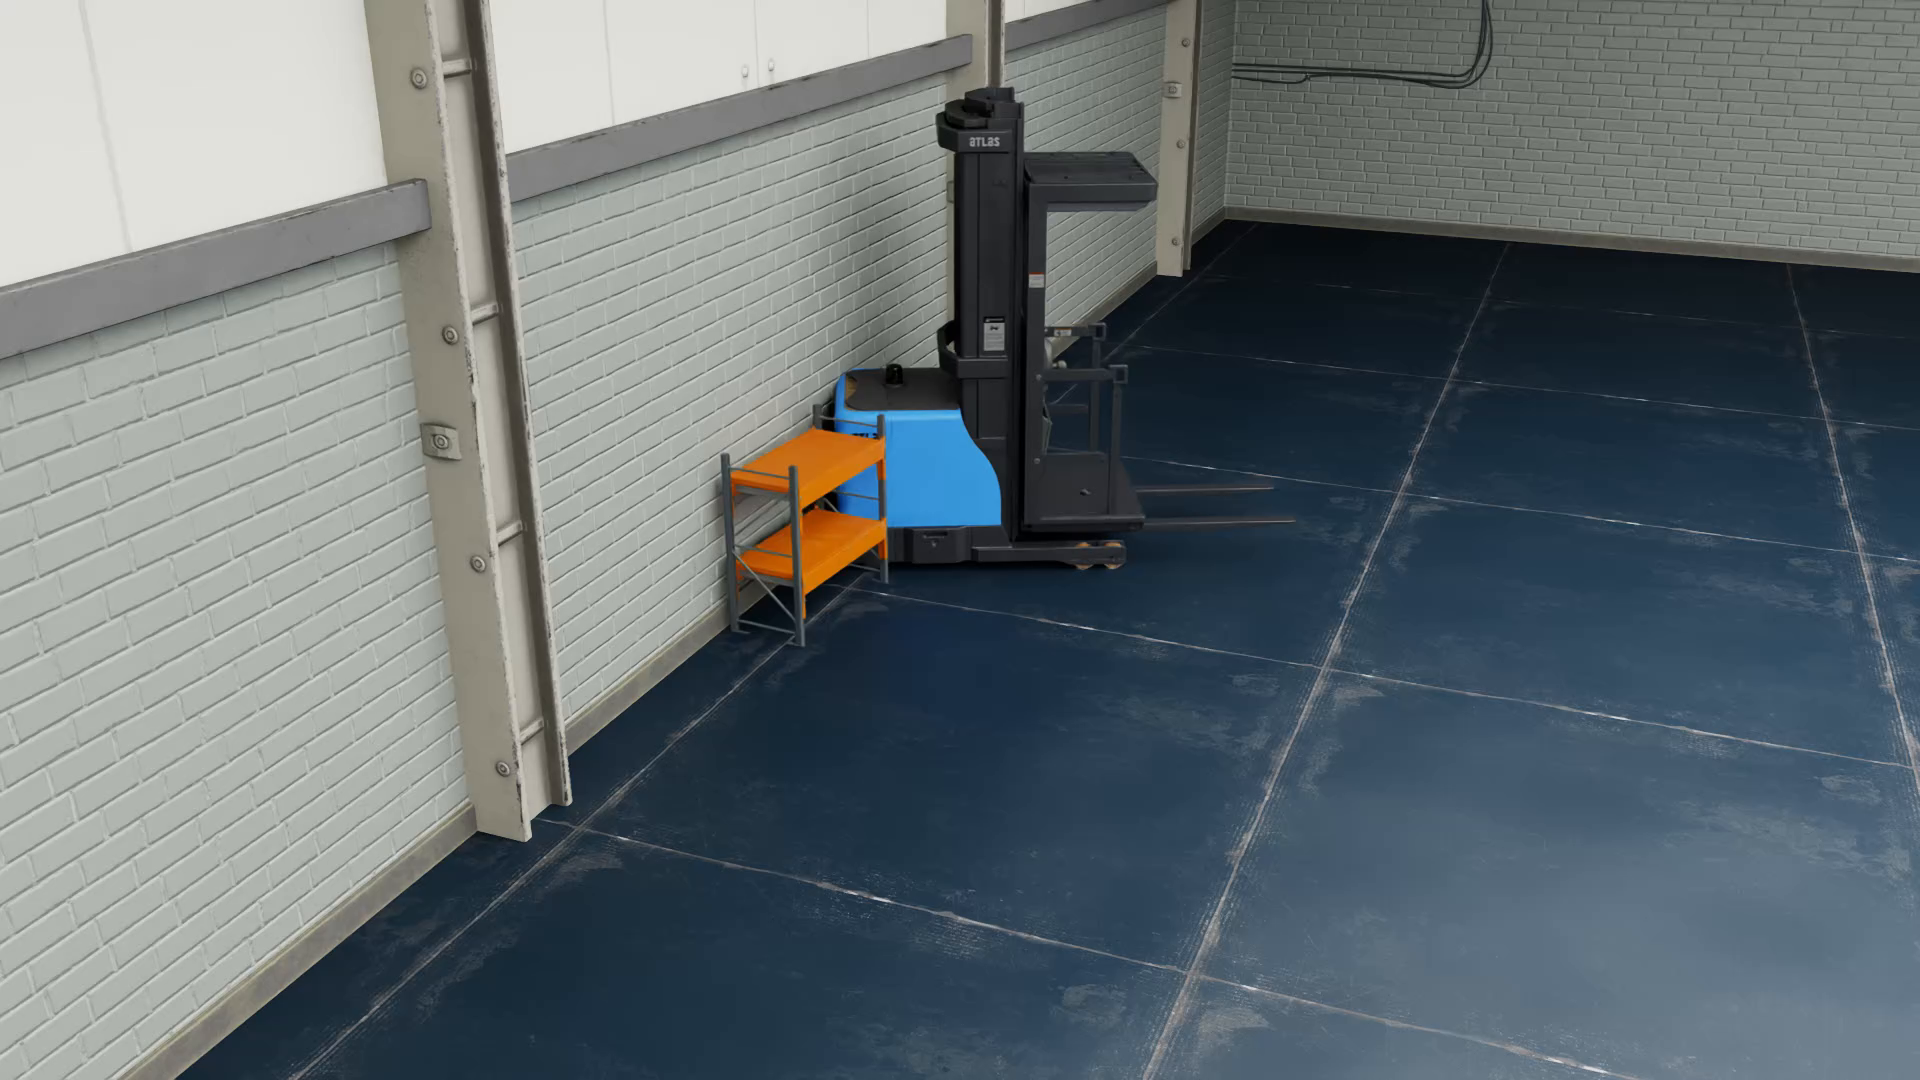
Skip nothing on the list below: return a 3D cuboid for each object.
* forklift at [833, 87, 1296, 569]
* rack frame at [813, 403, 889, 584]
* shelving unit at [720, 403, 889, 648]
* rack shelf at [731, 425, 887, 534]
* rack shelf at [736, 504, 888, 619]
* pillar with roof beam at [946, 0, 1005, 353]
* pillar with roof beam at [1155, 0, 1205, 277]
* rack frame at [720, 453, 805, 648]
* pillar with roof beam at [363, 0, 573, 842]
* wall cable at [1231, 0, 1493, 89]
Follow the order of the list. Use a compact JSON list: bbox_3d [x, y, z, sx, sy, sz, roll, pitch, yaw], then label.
[{"bbox_3d":[0.688,-1.369,10.724,3.031,2.935,1.130,-1,23,-3],"label":"forklift"},{"bbox_3d":[-0.686,-0.285,10.473,0.500,1.125,0.032,11,25,24],"label":"rack frame"},{"bbox_3d":[-0.913,-0.110,10.053,0.538,1.125,1.048,11,25,24],"label":"shelving unit"},{"bbox_3d":[-0.913,-0.380,9.940,0.538,0.278,1.000,11,25,24],"label":"rack shelf"},{"bbox_3d":[-0.913,0.116,10.147,0.538,0.278,1.000,11,25,24],"label":"rack shelf"},{"bbox_3d":[4.108,-4.351,9.992,9.100,9.000,0.400,9,24,20],"label":"pillar with roof beam"},{"bbox_3d":[6.336,-6.499,15.132,9.100,9.000,0.400,9,24,20],"label":"pillar with roof beam"},{"bbox_3d":[-1.140,0.066,9.633,0.500,1.125,0.032,11,25,24],"label":"rack frame"},{"bbox_3d":[1.879,-2.204,4.852,9.100,9.000,0.400,9,24,20],"label":"pillar with roof beam"},{"bbox_3d":[4.661,-6.547,19.277,3.097,2.526,0.112,9,24,20],"label":"wall cable"}]
